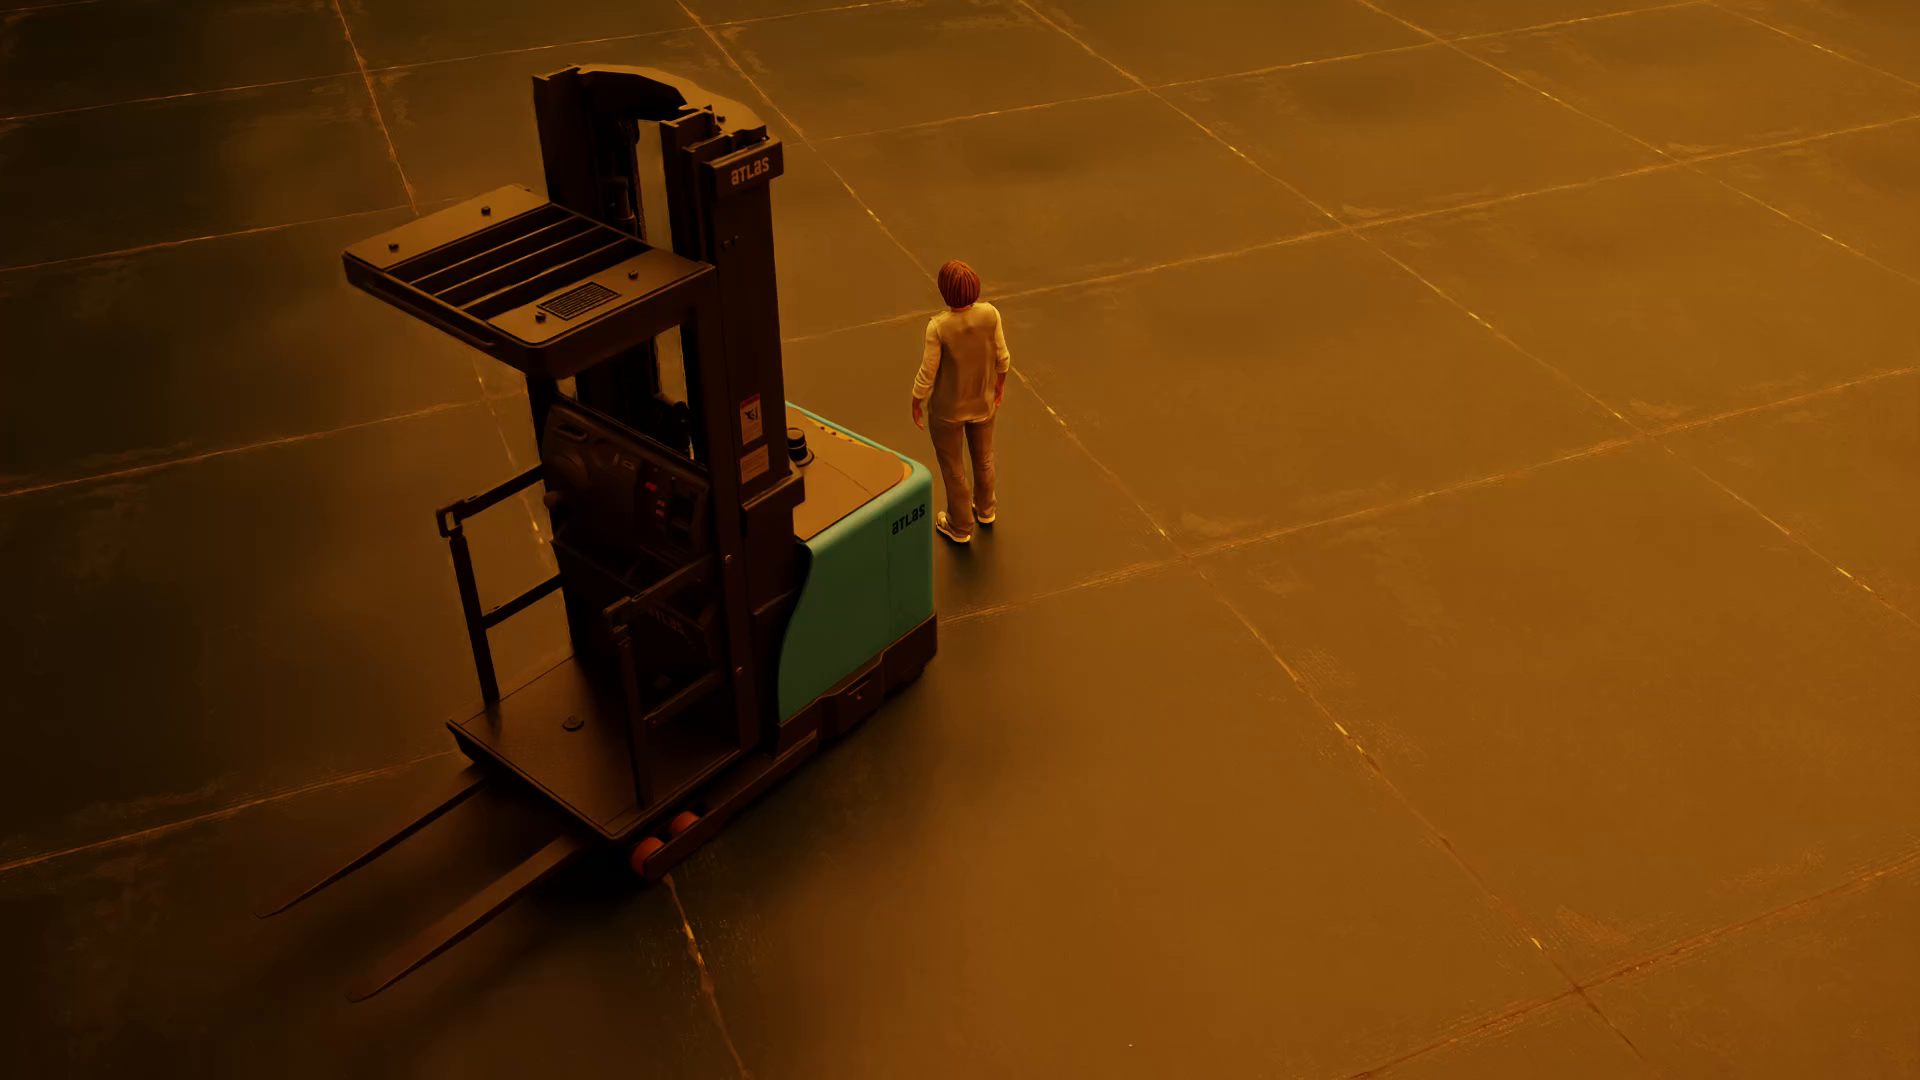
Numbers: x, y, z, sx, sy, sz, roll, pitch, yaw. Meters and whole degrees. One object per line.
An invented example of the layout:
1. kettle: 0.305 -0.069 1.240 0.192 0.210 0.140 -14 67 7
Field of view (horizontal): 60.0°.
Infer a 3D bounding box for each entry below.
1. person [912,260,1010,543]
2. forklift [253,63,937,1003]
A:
1. person: -0.017 -0.700 8.222 0.520 1.600 0.472 -14 38 -19
2. forklift: -1.440 -0.159 6.322 1.130 2.935 3.031 26 43 32
